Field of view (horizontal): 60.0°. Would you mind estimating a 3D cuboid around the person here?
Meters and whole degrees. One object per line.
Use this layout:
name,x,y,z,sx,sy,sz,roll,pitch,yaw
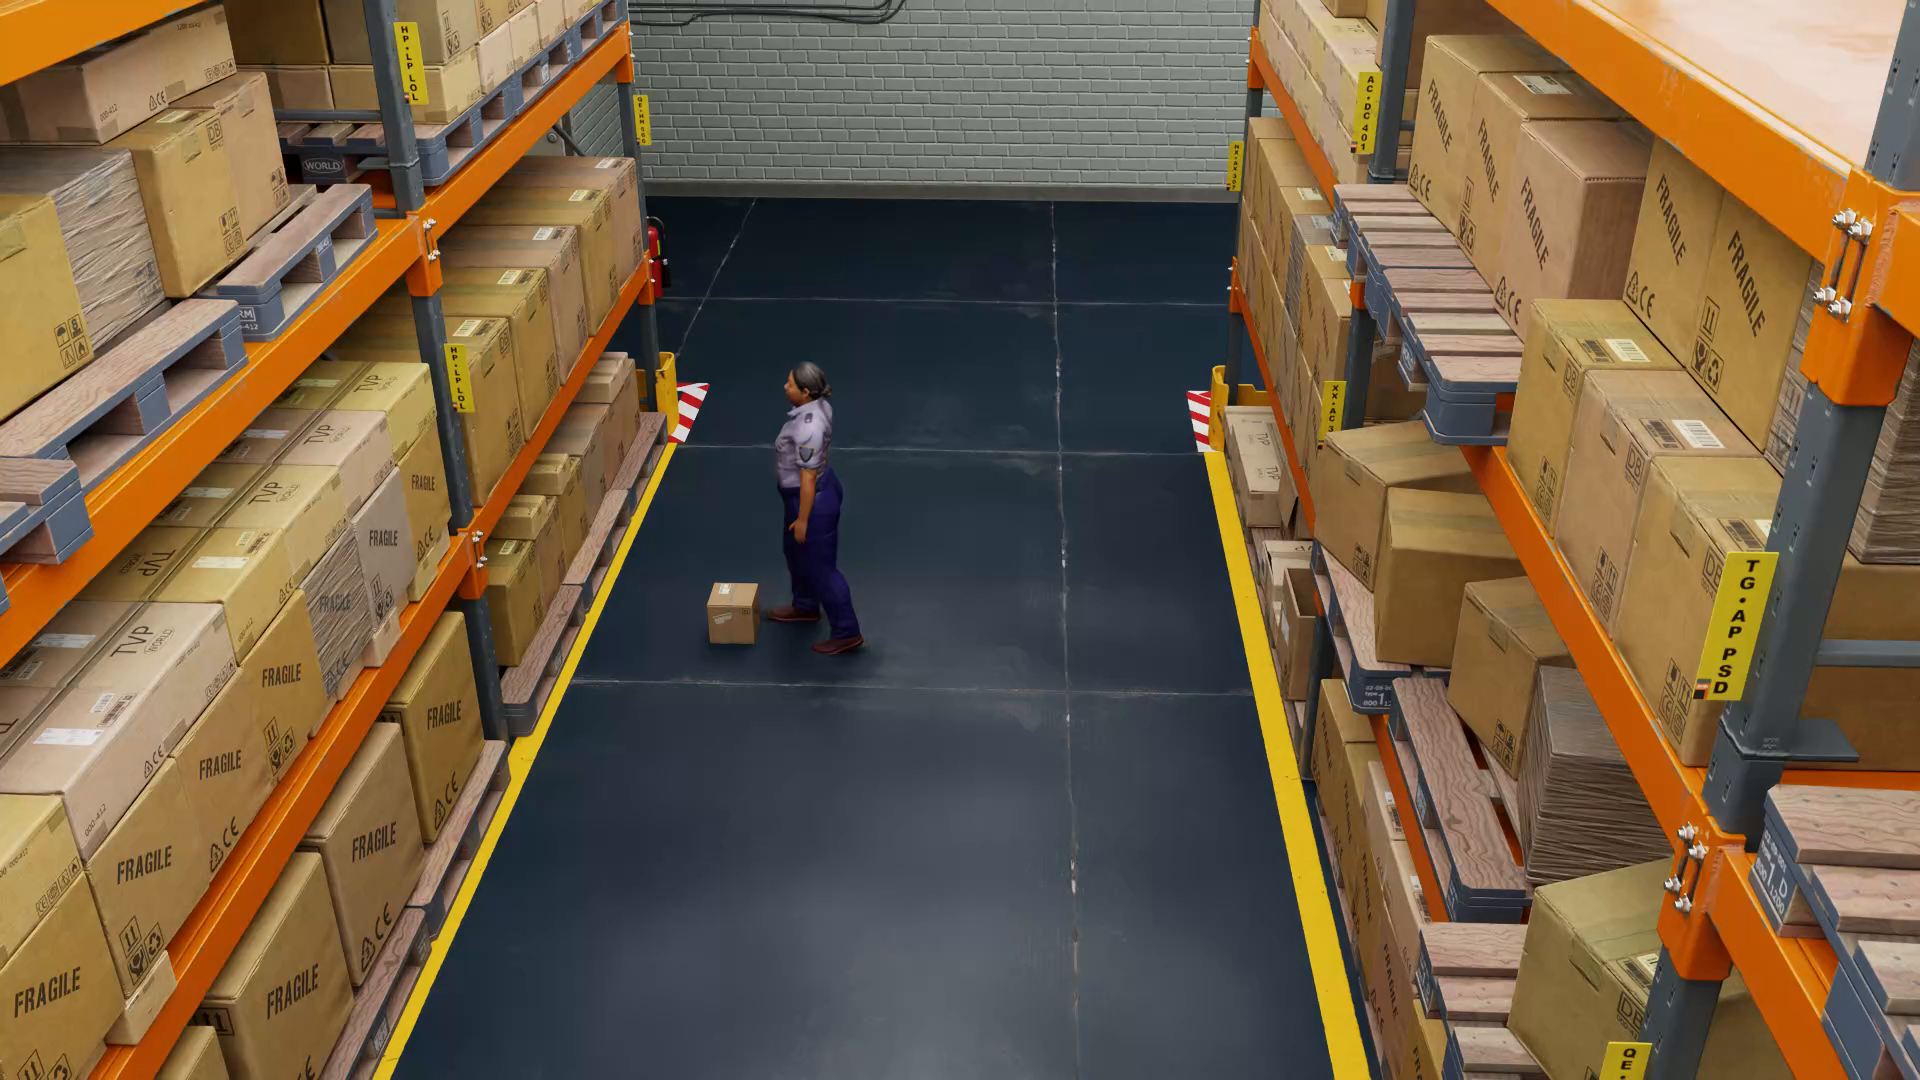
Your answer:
person,-0.821,-0.183,9.013,0.565,1.667,0.476,1,28,3
